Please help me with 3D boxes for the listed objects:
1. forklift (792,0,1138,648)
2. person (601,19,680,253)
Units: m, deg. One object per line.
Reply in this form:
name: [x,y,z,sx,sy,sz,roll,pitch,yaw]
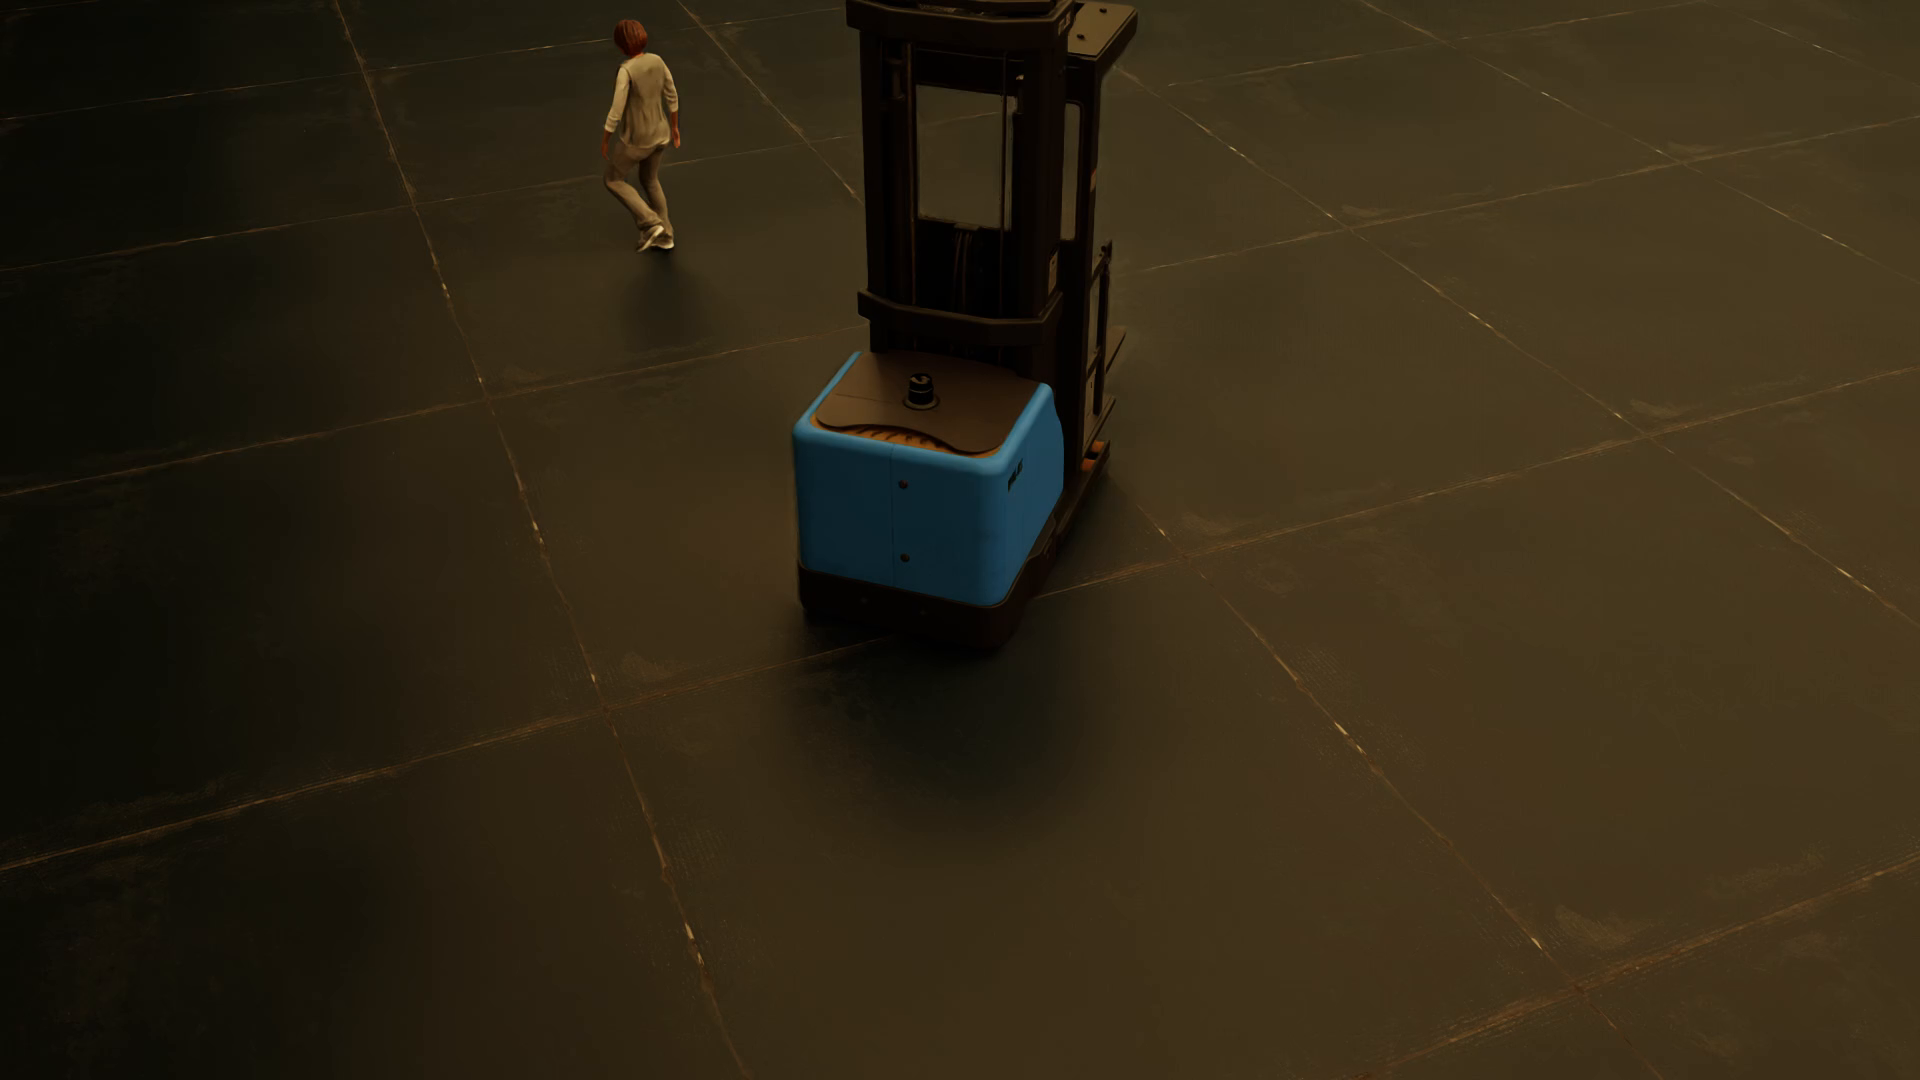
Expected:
forklift: [0.187,-1.539,8.263,1.130,2.935,3.031,11,37,16]
person: [-2.121,-2.652,11.000,0.419,1.577,0.566,20,40,26]
